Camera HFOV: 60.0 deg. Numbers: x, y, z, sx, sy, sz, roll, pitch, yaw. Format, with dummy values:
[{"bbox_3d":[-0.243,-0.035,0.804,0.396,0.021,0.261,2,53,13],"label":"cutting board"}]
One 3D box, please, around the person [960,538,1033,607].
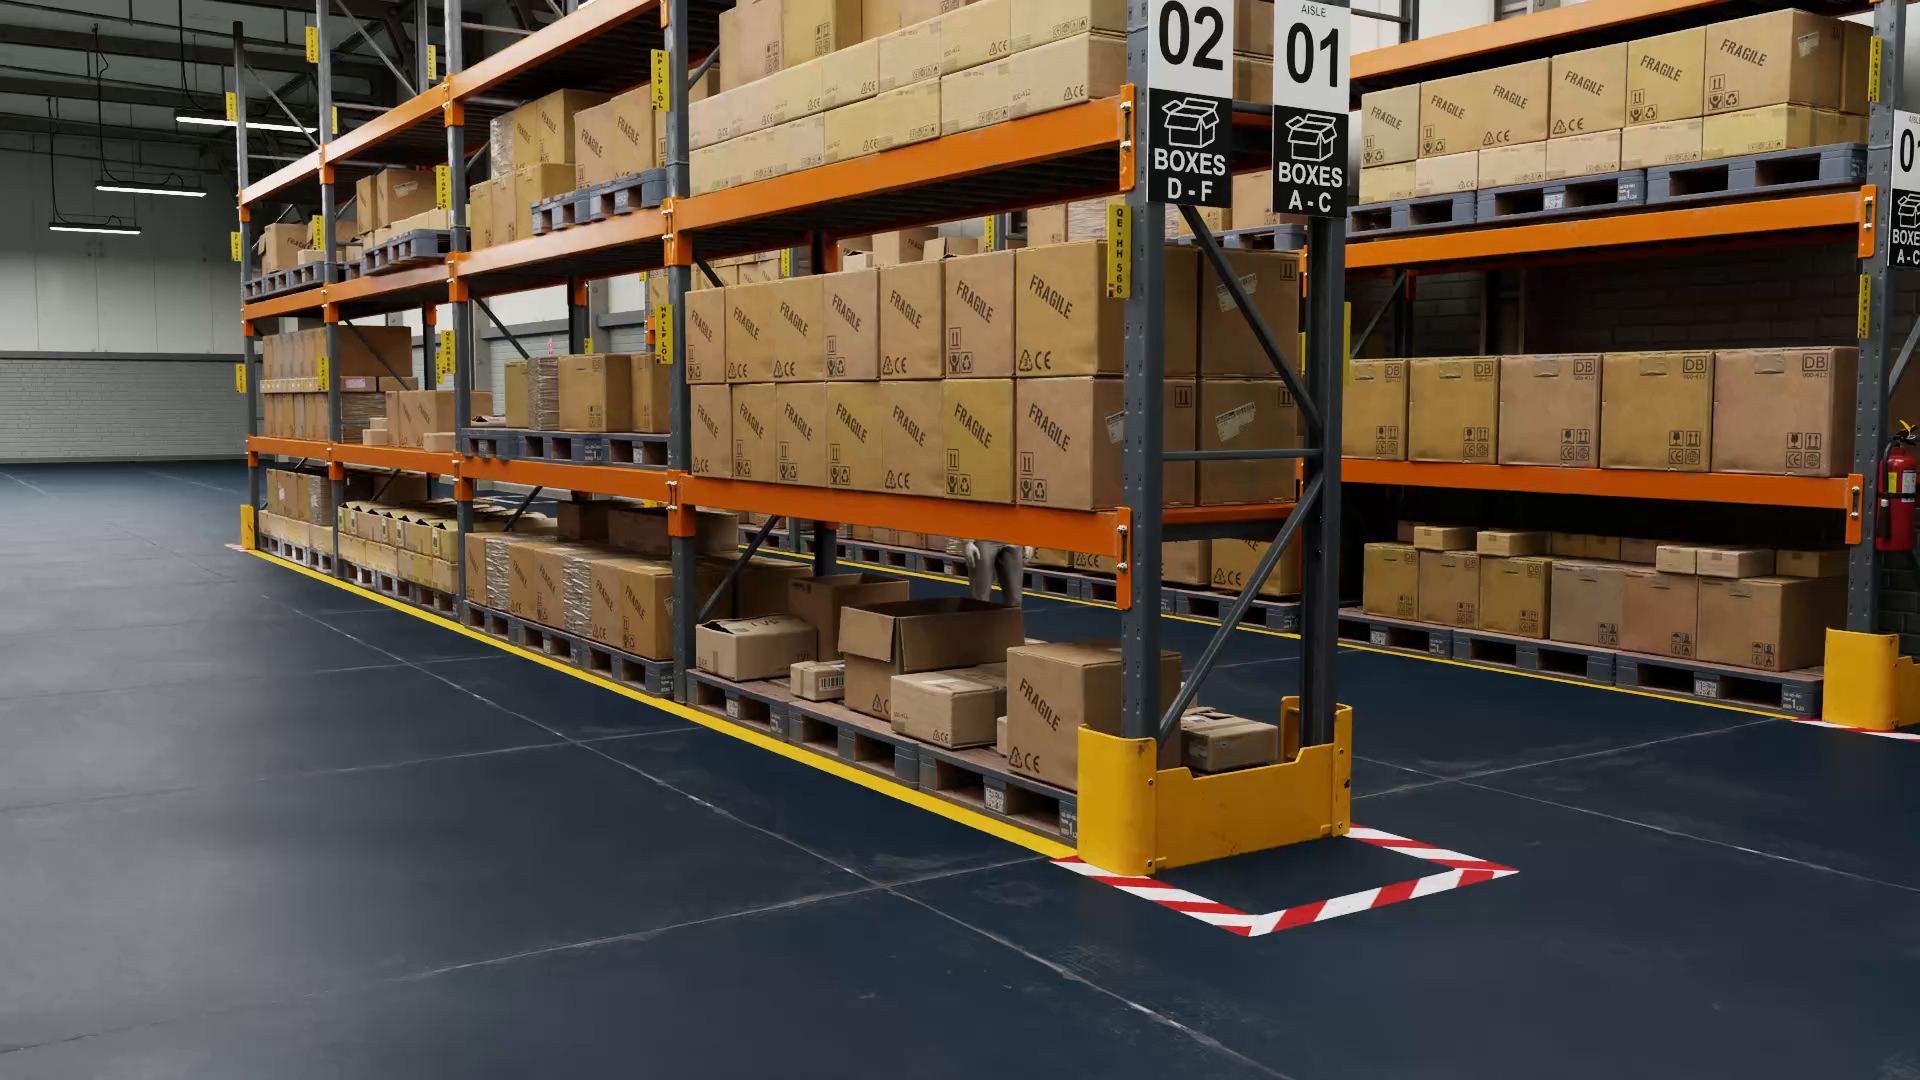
[{"bbox_3d":[0.231,0.024,10.265,0.530,1.663,0.403,-3,6,-33],"label":"person"}]
